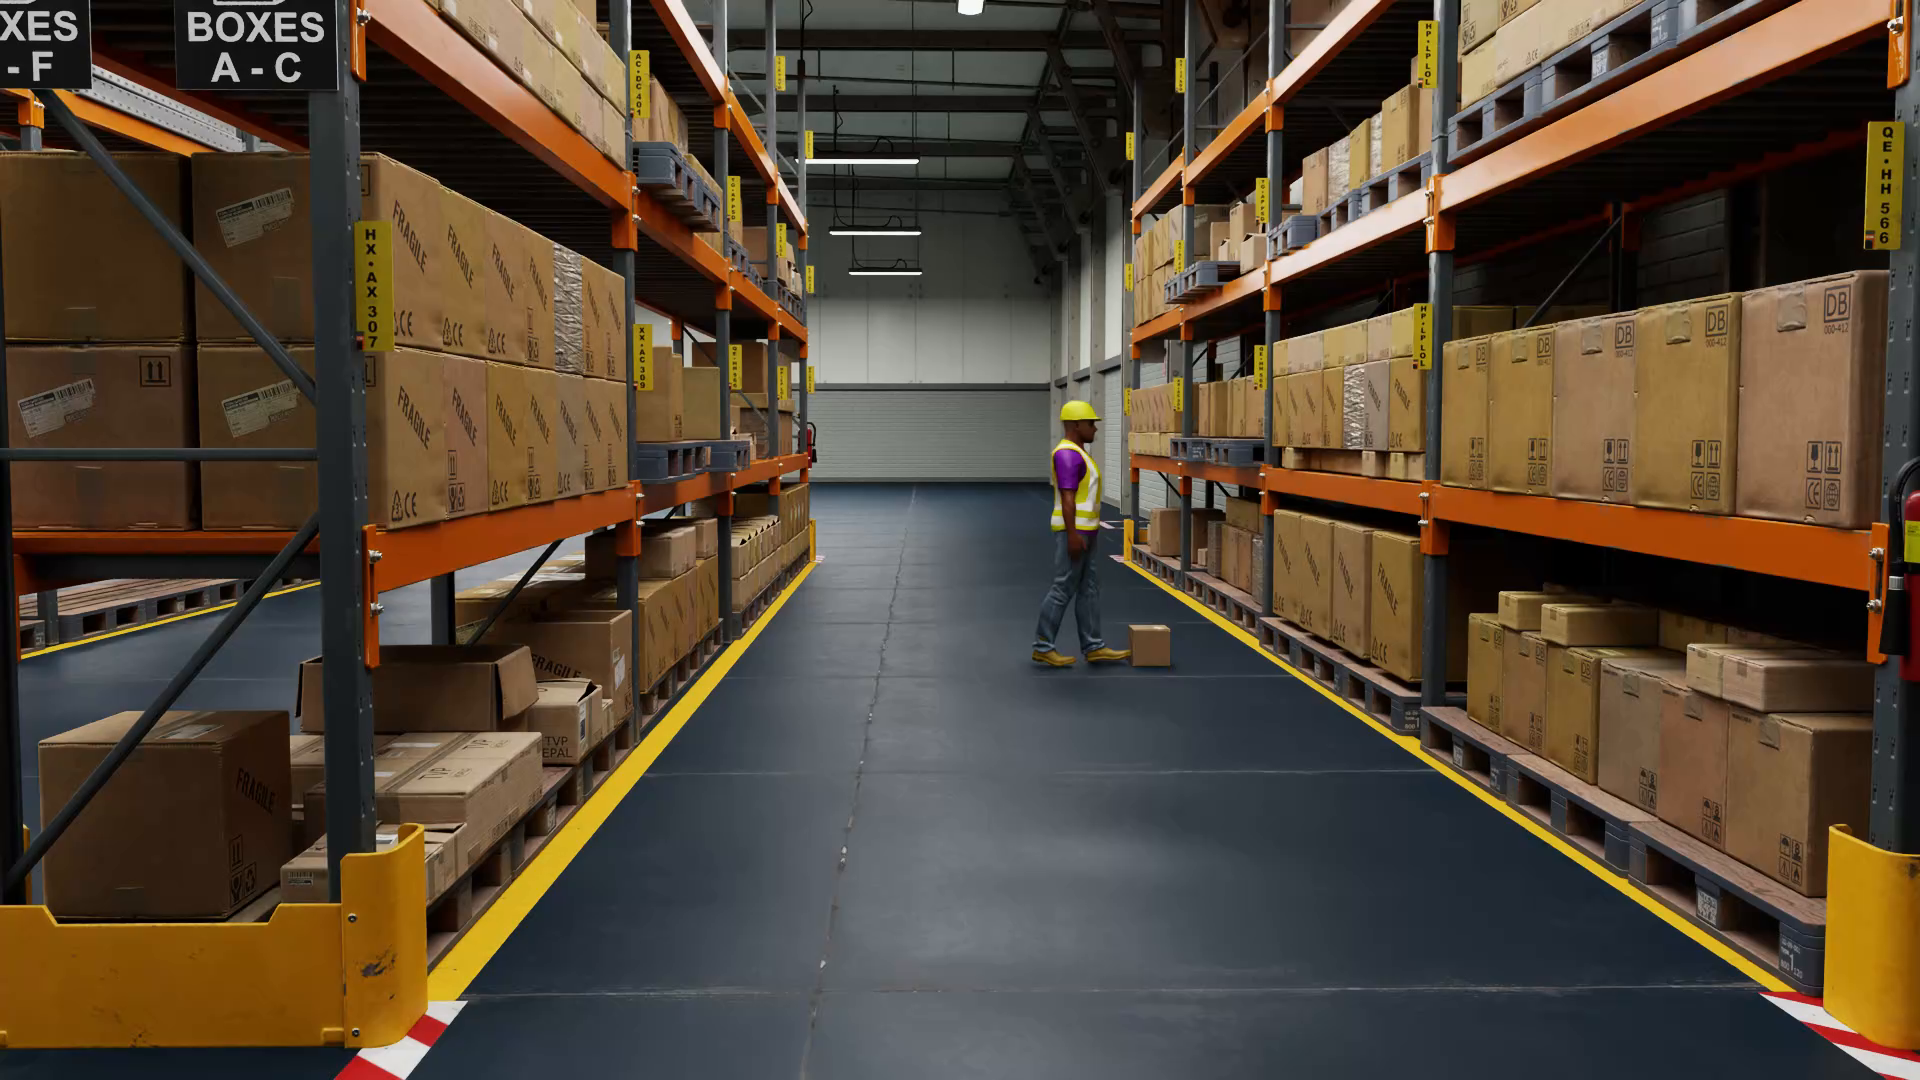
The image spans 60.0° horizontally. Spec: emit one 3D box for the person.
[{"bbox_3d":[-8.009,-1.038,15.492,19.672,3.192,5.503,1,4,11],"label":"person"}]
